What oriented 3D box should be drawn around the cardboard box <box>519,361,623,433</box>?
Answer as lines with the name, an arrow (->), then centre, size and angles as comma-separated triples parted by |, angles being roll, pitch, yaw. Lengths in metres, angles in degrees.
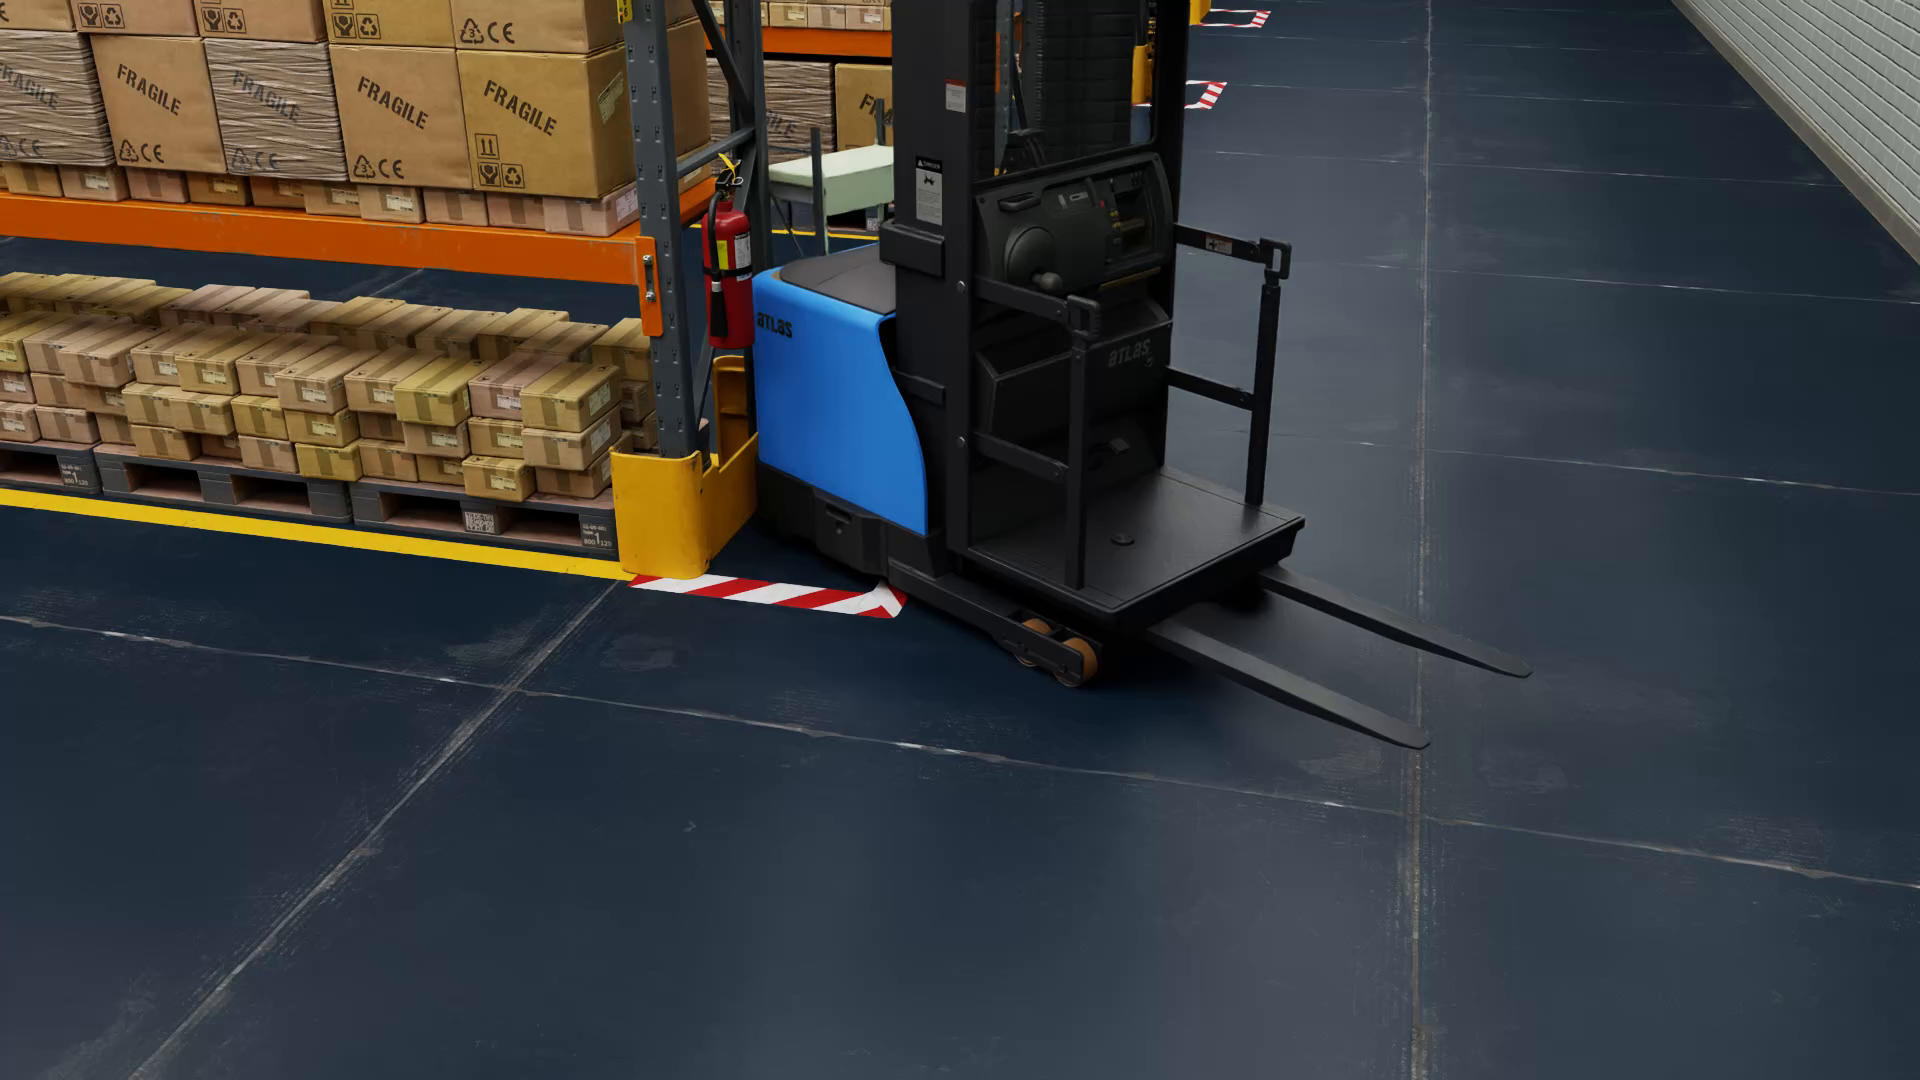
cardboard box -> -1.538, -0.570, 6.594 | 0.250, 0.149, 0.380 | 7, 26, 14

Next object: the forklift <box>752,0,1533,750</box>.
forklift -> 0.555, -1.041, 5.601 | 1.129, 2.867, 3.031 | -23, 34, -39

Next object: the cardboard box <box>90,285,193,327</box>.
cardboard box -> -3.694, -1.023, 7.544 | 0.250, 0.149, 0.380 | 7, 26, 15

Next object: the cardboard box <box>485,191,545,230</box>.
cardboard box -> -1.580, -1.294, 6.270 | 0.250, 0.149, 0.380 | 6, 26, 13

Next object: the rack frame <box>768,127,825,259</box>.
rack frame -> -0.699, -0.998, 7.031 | 0.400, 1.500, 0.023 | 18, 30, 39

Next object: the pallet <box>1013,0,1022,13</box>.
pallet -> 0.818, -6.591, 20.349 | 1.213, 0.211, 1.003 | 6, 26, 13

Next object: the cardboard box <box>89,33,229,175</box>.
cardboard box -> -2.932, -1.733, 6.439 | 0.500, 0.500, 0.500 | 8, 27, 16

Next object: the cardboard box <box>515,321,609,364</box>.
cardboard box -> -1.682, -0.796, 7.068 | 0.250, 0.149, 0.380 | 7, 26, 14

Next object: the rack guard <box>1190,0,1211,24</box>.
rack guard -> 2.769, -6.505, 19.832 | 0.348, 0.500, 1.175 | 6, 26, 13

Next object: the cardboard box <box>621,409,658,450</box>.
cardboard box -> -1.390, -0.540, 7.222 | 0.250, 0.149, 0.380 | 7, 26, 14

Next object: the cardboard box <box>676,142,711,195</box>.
cardboard box -> -1.194, -1.506, 6.715 | 0.250, 0.149, 0.380 | 6, 26, 13

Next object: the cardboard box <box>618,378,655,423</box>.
cardboard box -> -1.405, -0.647, 7.102 | 0.250, 0.149, 0.380 | 7, 26, 15

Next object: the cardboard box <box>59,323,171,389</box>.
cardboard box -> -3.560, -0.784, 7.042 | 0.250, 0.149, 0.380 | 7, 26, 14

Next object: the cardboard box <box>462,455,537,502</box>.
cardboard box -> -1.798, -0.305, 6.729 | 0.250, 0.149, 0.380 | 7, 26, 15

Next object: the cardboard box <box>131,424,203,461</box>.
cardboard box -> -3.296, -0.484, 7.104 | 0.250, 0.149, 0.380 | 6, 26, 12

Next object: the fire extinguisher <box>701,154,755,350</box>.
fire extinguisher -> -0.833, -1.025, 5.938 | 0.183, 0.674, 0.296 | 6, 26, 13

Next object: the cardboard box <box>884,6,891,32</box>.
cardboard box -> -0.308, -3.317, 10.519 | 0.250, 0.149, 0.380 | 7, 26, 14

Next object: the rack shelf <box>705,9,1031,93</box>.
rack shelf -> -1.566, -3.391, 11.220 | 4.000, 0.370, 1.077 | 6, 26, 13

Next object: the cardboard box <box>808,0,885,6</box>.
cardboard box -> -0.655, -3.564, 10.576 | 0.500, 0.250, 0.500 | 6, 26, 12

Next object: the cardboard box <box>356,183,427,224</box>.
cardboard box -> -2.079, -1.332, 6.351 | 0.250, 0.149, 0.380 | 7, 26, 14

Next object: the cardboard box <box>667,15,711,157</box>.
cardboard box -> -1.328, -1.790, 6.559 | 0.500, 0.500, 0.500 | 8, 26, 15

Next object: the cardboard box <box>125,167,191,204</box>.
cardboard box -> -3.084, -1.466, 6.632 | 0.250, 0.149, 0.380 | 7, 26, 15

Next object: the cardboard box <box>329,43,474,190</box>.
cardboard box -> -1.959, -1.626, 6.212 | 0.500, 0.500, 0.500 | 6, 26, 12

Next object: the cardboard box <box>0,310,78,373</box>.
cardboard box -> -4.045, -0.863, 7.209 | 0.250, 0.149, 0.380 | 6, 26, 12

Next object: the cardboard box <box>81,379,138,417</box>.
cardboard box -> -3.531, -0.671, 7.151 | 0.250, 0.149, 0.380 | 8, 26, 15

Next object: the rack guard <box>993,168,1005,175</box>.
rack guard -> 0.395, -2.371, 11.148 | 0.348, 0.500, 1.175 | 6, 26, 13

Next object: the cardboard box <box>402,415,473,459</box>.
cardboard box -> -2.048, -0.477, 6.745 | 0.250, 0.149, 0.380 | 5, 26, 11

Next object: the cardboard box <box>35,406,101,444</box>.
cardboard box -> -3.794, -0.566, 7.277 | 0.250, 0.149, 0.380 | 6, 26, 12

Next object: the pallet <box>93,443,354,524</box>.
pallet -> -2.991, -0.430, 7.408 | 1.213, 0.211, 1.003 | 6, 26, 13

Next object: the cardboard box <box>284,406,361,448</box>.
cardboard box -> -2.553, -0.527, 6.850 | 0.250, 0.149, 0.380 | 7, 26, 14

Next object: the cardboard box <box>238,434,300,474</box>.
cardboard box -> -2.797, -0.429, 6.990 | 0.250, 0.149, 0.380 | 7, 26, 14

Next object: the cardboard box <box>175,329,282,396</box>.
cardboard box -> -3.047, -0.746, 6.963 | 0.250, 0.149, 0.380 | 6, 26, 13

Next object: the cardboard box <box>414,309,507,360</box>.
cardboard box -> -2.155, -0.868, 7.220 | 0.250, 0.149, 0.380 | 5, 26, 10

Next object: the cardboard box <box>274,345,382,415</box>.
cardboard box -> -2.558, -0.655, 6.773 | 0.250, 0.149, 0.380 | 7, 26, 15

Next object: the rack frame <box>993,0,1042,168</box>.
rack frame -> 0.371, -3.502, 10.616 | 0.127, 3.000, 1.000 | 6, 26, 13

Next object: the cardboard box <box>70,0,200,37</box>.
cardboard box -> -2.977, -2.186, 6.226 | 0.500, 0.500, 0.500 | 5, 26, 11

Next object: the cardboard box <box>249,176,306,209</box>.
cardboard box -> -2.574, -1.426, 6.548 | 0.250, 0.149, 0.380 | 5, 26, 11

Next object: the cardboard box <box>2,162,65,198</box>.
cardboard box -> -3.613, -1.507, 6.718 | 0.250, 0.149, 0.380 | 7, 26, 14

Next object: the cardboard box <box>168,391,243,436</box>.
cardboard box -> -3.070, -0.580, 6.961 | 0.250, 0.149, 0.380 | 7, 26, 14

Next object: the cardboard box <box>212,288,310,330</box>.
cardboard box -> -3.145, -1.008, 7.514 | 0.250, 0.149, 0.380 | 5, 26, 11

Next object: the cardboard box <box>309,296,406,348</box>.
cardboard box -> -2.664, -0.949, 7.390 | 0.250, 0.149, 0.380 | 7, 26, 14

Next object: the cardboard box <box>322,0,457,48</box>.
cardboard box -> -1.958, -2.078, 6.001 | 0.500, 0.500, 0.500 | 5, 26, 11

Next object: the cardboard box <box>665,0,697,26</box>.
cardboard box -> -1.331, -2.237, 6.334 | 0.500, 0.500, 0.500 | 6, 26, 13

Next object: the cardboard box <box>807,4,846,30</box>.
cardboard box -> -0.793, -3.371, 10.634 | 0.250, 0.149, 0.380 | 7, 26, 14

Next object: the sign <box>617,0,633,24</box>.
sign -> -1.119, -1.884, 5.504 | 0.005, 0.325, 0.100 | 6, 26, 13

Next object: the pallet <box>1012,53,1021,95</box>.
pallet -> 0.816, -4.409, 15.766 | 1.213, 0.211, 1.003 | 6, 26, 13

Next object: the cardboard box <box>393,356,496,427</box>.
cardboard box -> -2.049, -0.596, 6.647 | 0.250, 0.149, 0.380 | 6, 26, 12

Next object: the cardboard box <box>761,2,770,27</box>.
cardboard box -> -1.296, -3.426, 10.748 | 0.250, 0.149, 0.380 | 6, 26, 13

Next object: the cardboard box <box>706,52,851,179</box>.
cardboard box -> -1.150, -2.865, 11.261 | 0.875, 0.875, 0.875 | 6, 26, 13

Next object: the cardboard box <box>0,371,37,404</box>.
cardboard box -> -4.052, -0.740, 7.297 | 0.250, 0.149, 0.380 | 6, 26, 13

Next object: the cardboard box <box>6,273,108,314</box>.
cardboard box -> -4.169, -1.107, 7.721 | 0.250, 0.149, 0.380 | 7, 26, 14

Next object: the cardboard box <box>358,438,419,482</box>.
cardboard box -> -2.275, -0.390, 6.908 | 0.250, 0.149, 0.380 | 7, 26, 14

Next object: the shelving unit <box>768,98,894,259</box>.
shelving unit -> -0.453, -1.106, 7.279 | 0.431, 1.500, 0.755 | 18, 30, 39

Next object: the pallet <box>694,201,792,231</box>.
pallet -> -1.600, -2.427, 11.603 | 1.213, 0.211, 1.003 | 6, 26, 13
